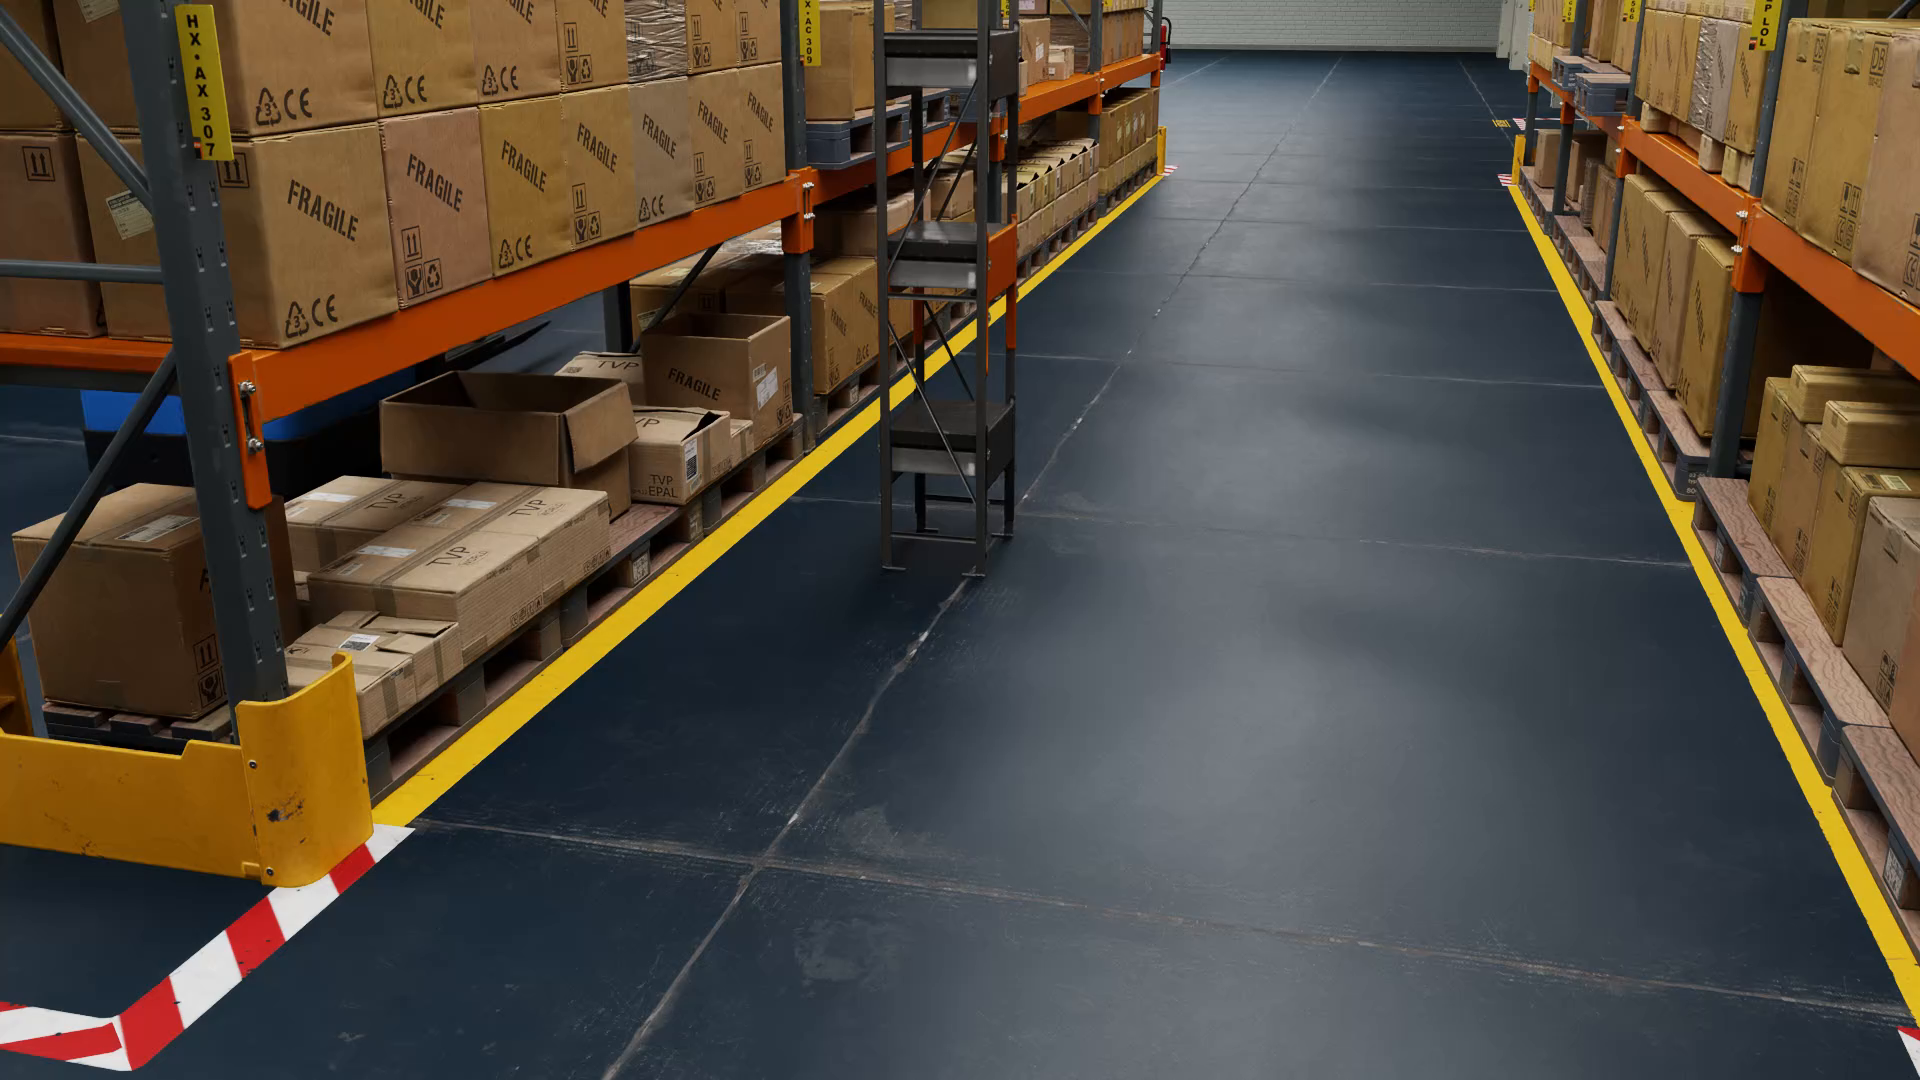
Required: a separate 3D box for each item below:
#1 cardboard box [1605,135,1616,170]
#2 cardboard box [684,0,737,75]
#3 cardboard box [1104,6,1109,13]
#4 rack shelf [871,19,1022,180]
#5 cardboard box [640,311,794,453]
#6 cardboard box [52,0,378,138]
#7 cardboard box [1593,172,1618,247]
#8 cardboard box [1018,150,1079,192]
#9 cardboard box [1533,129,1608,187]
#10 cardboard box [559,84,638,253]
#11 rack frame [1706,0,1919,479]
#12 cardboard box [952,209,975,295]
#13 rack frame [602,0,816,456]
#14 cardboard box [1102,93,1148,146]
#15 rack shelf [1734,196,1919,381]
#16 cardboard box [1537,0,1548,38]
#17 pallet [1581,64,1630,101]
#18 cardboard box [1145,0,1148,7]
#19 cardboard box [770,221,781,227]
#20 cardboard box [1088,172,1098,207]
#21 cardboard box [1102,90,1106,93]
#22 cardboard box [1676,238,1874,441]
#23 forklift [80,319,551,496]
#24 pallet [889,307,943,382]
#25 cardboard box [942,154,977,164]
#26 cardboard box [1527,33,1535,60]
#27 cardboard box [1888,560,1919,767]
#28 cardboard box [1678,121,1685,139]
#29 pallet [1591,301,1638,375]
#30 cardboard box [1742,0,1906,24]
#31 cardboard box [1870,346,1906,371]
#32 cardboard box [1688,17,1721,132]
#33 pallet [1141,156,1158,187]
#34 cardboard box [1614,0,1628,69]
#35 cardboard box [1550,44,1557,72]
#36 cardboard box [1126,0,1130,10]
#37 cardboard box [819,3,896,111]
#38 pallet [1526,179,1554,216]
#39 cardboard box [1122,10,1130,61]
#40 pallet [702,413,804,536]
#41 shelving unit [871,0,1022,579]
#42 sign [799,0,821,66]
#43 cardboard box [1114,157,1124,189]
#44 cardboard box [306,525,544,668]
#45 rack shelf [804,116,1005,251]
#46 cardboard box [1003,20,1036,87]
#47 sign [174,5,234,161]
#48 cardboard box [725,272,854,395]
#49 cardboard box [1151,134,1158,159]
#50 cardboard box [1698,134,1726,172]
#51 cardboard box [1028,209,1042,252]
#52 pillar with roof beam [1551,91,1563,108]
[{"bbox_3d":[5.300,-3.004,12.869,0.500,0.250,0.500,4,19,12],"label":"cardboard box"},{"bbox_3d":[-1.186,-2.058,6.370,0.500,0.500,0.500,4,19,12],"label":"cardboard box"},{"bbox_3d":[1.203,-5.050,15.672,0.380,0.149,0.250,4,19,13],"label":"cardboard box"},{"bbox_3d":[-0.040,-1.591,5.974,0.431,0.518,0.480,5,19,13],"label":"rack shelf"},{"bbox_3d":[-1.055,-0.701,7.286,0.500,0.500,0.500,5,19,13],"label":"cardboard box"},{"bbox_3d":[-1.804,-1.262,4.040,0.500,0.500,0.500,5,20,15],"label":"cardboard box"},{"bbox_3d":[5.163,-2.465,12.450,0.700,0.500,0.500,5,19,14],"label":"cardboard box"},{"bbox_3d":[0.698,-3.078,13.795,0.500,0.311,0.500,5,19,13],"label":"cardboard box"},{"bbox_3d":[5.922,-3.659,15.946,0.700,0.500,0.500,3,19,10],"label":"cardboard box"},{"bbox_3d":[-1.434,-1.265,5.594,0.500,0.500,0.500,5,19,14],"label":"cardboard box"},{"bbox_3d":[3.614,-1.487,6.400,1.000,3.000,0.127,5,19,13],"label":"rack frame"},{"bbox_3d":[-0.214,-1.844,10.633,0.500,0.500,0.500,5,20,16],"label":"cardboard box"},{"bbox_3d":[-1.191,-1.877,7.542,1.000,3.000,0.127,5,19,13],"label":"rack frame"},{"bbox_3d":[1.669,-4.384,17.327,0.500,0.500,0.500,5,19,13],"label":"cardboard box"},{"bbox_3d":[3.125,-0.520,4.681,1.077,0.370,4.000,5,19,13],"label":"rack shelf"},{"bbox_3d":[5.875,-5.100,16.019,0.500,0.500,0.500,4,19,12],"label":"cardboard box"},{"bbox_3d":[5.035,-3.274,11.928,1.003,0.211,1.213,5,19,13],"label":"pallet"},{"bbox_3d":[1.833,-5.858,18.038,0.380,0.149,0.250,4,19,12],"label":"cardboard box"},{"bbox_3d":[-0.852,-1.714,10.253,0.500,0.500,0.500,4,19,13],"label":"cardboard box"},{"bbox_3d":[0.944,-3.129,14.812,0.500,0.250,0.500,4,19,13],"label":"cardboard box"},{"bbox_3d":[1.274,-4.583,17.909,0.500,0.500,0.500,5,19,13],"label":"cardboard box"},{"bbox_3d":[3.646,-0.882,7.306,0.750,0.750,0.750,5,19,14],"label":"cardboard box"},{"bbox_3d":[-3.008,-2.012,8.043,1.130,2.935,3.031,3,19,10],"label":"forklift"},{"bbox_3d":[-0.733,-1.199,9.871,1.003,0.211,1.213,5,19,13],"label":"pallet"},{"bbox_3d":[0.047,-2.955,13.436,0.500,0.311,0.500,5,20,15],"label":"cardboard box"},{"bbox_3d":[6.118,-5.059,17.058,0.500,0.250,0.500,4,19,12],"label":"cardboard box"},{"bbox_3d":[2.833,0.367,4.190,0.700,0.500,0.500,5,19,13],"label":"cardboard box"},{"bbox_3d":[4.072,-2.221,8.906,0.380,0.149,0.250,5,20,15],"label":"cardboard box"},{"bbox_3d":[4.325,-1.180,9.815,1.003,0.211,1.213,5,19,13],"label":"pallet"},{"bbox_3d":[3.480,-2.206,6.699,0.500,0.250,0.500,5,20,15],"label":"cardboard box"},{"bbox_3d":[3.560,-0.613,6.056,0.380,0.149,0.250,5,19,13],"label":"cardboard box"},{"bbox_3d":[3.728,-2.166,7.744,0.500,0.500,0.500,5,19,13],"label":"cardboard box"},{"bbox_3d":[1.595,-4.076,18.293,1.003,0.211,1.213,5,19,13],"label":"pallet"},{"bbox_3d":[4.979,-3.536,11.565,0.700,0.500,0.500,5,19,13],"label":"cardboard box"},{"bbox_3d":[5.520,-4.261,14.722,0.500,0.250,0.500,5,19,14],"label":"cardboard box"},{"bbox_3d":[1.518,-5.452,16.849,0.380,0.149,0.250,5,20,15],"label":"cardboard box"},{"bbox_3d":[-0.752,-2.474,8.487,0.700,0.500,0.500,8,20,22],"label":"cardboard box"},{"bbox_3d":[5.994,-3.272,15.939,1.003,0.211,1.213,5,19,13],"label":"pallet"},{"bbox_3d":[1.364,-5.220,17.175,0.700,0.500,0.500,5,19,14],"label":"cardboard box"},{"bbox_3d":[-1.360,-0.342,7.363,1.003,0.211,1.213,5,19,13],"label":"pallet"},{"bbox_3d":[-0.040,-0.942,6.196,0.431,2.100,0.503,5,19,13],"label":"shelving unit"},{"bbox_3d":[-0.663,-2.246,7.284,0.100,0.325,0.005,5,19,13],"label":"sign"},{"bbox_3d":[1.298,-3.560,16.073,0.500,0.250,0.500,5,19,13],"label":"cardboard box"},{"bbox_3d":[-1.638,0.165,5.137,0.500,0.250,0.500,5,19,13],"label":"cardboard box"},{"bbox_3d":[-0.702,-2.163,9.493,1.077,0.370,4.000,5,19,13],"label":"rack shelf"},{"bbox_3d":[0.309,-3.870,13.223,0.500,0.500,0.500,5,19,13],"label":"cardboard box"},{"bbox_3d":[-1.642,-0.990,3.606,0.100,0.325,0.005,5,19,13],"label":"sign"},{"bbox_3d":[-0.836,-1.035,8.262,0.500,0.500,0.500,4,19,11],"label":"cardboard box"},{"bbox_3d":[1.897,-4.344,18.370,0.500,0.250,0.500,5,19,13],"label":"cardboard box"},{"bbox_3d":[3.575,-1.752,7.533,0.380,0.149,0.250,5,19,13],"label":"cardboard box"},{"bbox_3d":[0.321,-2.327,12.463,0.500,0.250,0.500,4,19,12],"label":"cardboard box"},{"bbox_3d":[5.971,-11.900,27.607,9.100,9.000,0.400,5,19,13],"label":"pillar with roof beam"}]
